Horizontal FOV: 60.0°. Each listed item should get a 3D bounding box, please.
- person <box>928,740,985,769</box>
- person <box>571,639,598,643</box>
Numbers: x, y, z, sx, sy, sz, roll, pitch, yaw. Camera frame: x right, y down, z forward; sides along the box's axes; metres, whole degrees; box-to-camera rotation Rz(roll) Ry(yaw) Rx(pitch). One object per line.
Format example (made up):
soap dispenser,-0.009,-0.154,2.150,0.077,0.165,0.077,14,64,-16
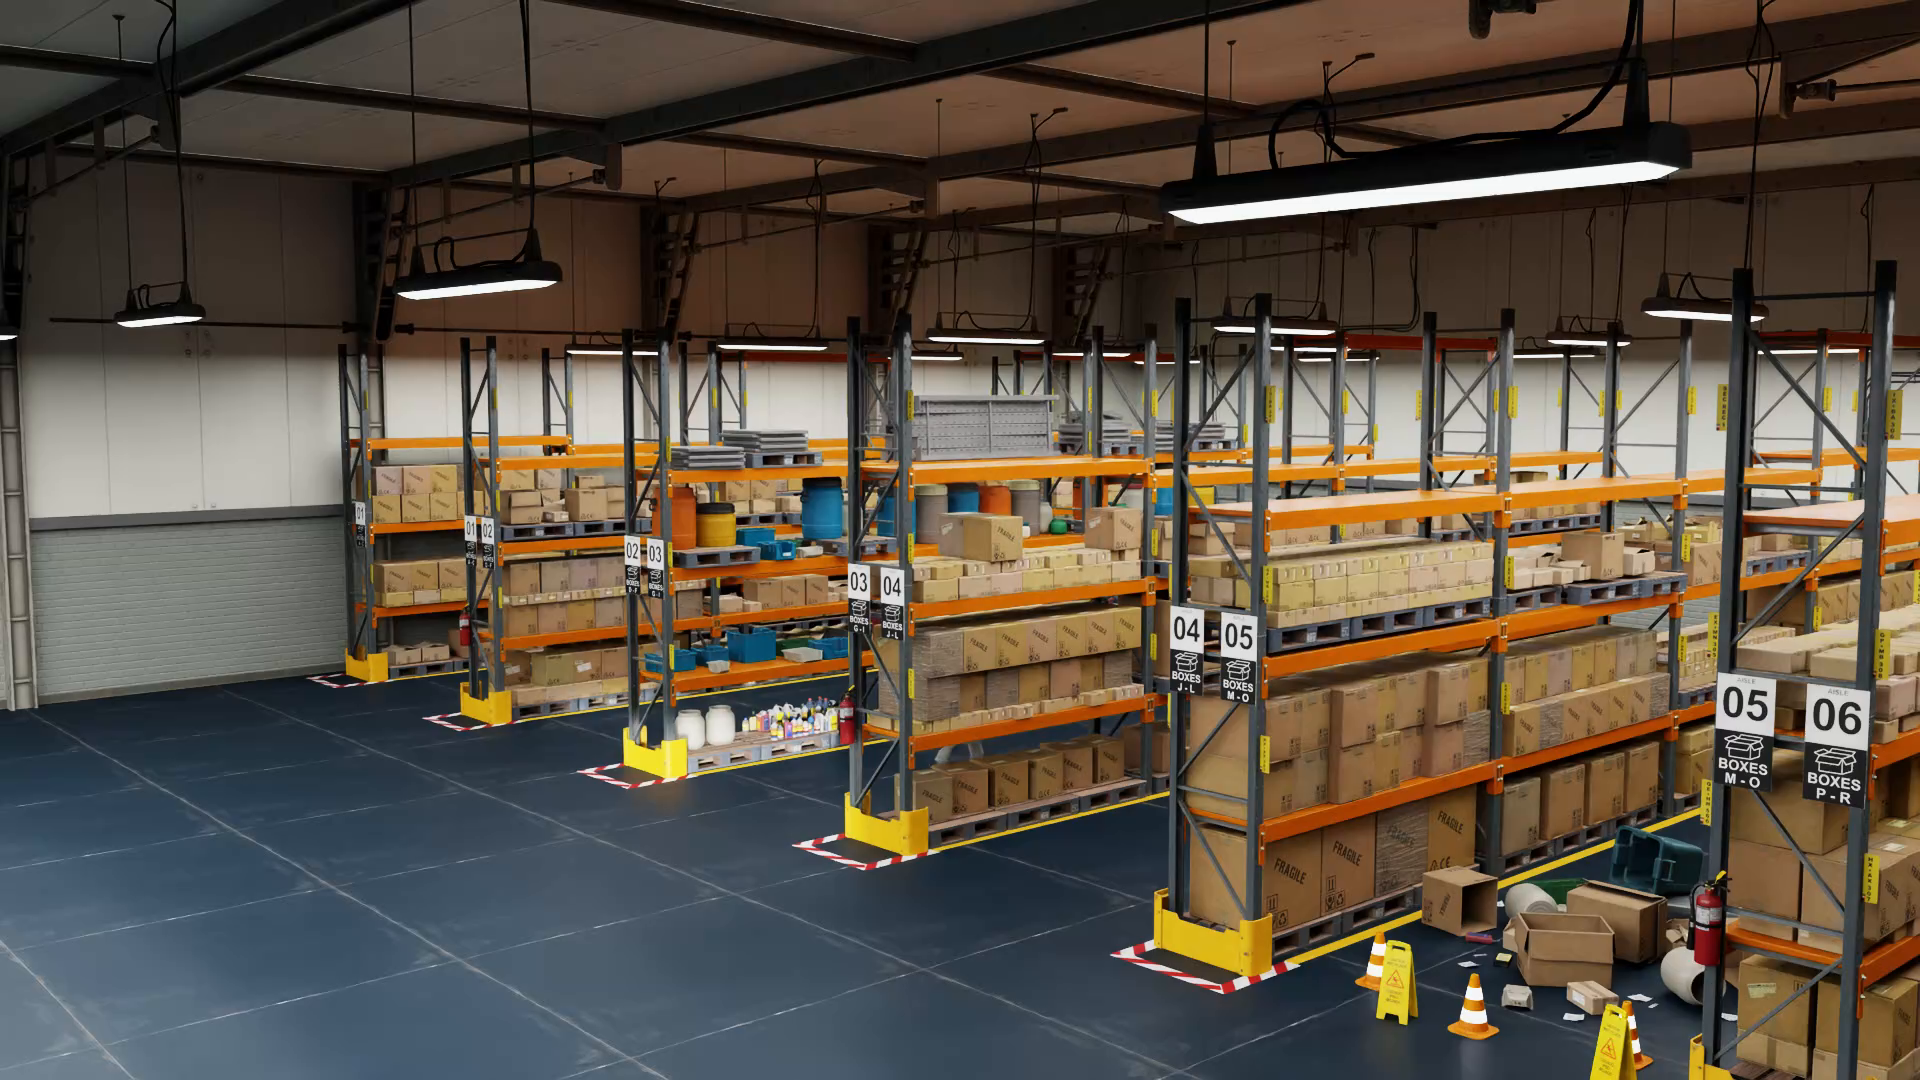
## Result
person,-0.020,2.275,22.695,0.794,1.604,0.505,-1,5,-12
person,-6.602,1.689,29.198,0.528,1.699,0.978,4,6,38
